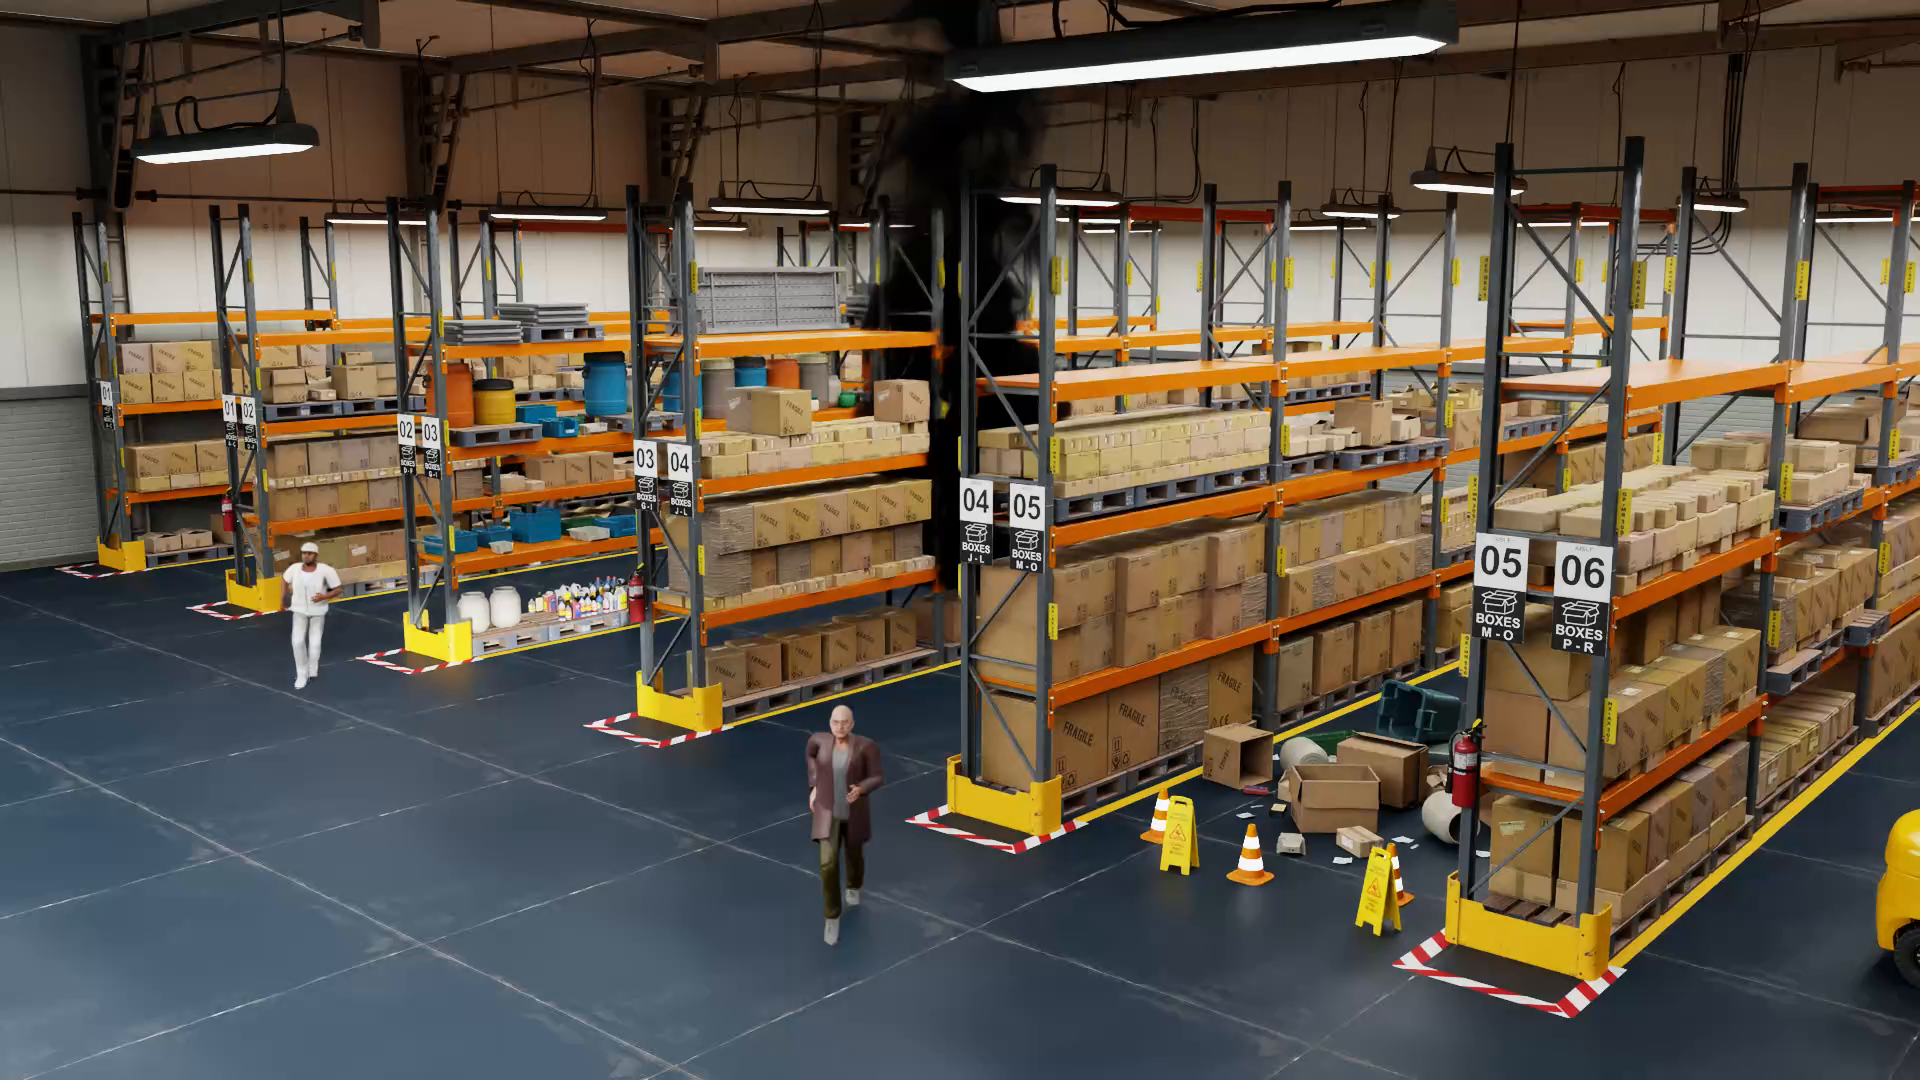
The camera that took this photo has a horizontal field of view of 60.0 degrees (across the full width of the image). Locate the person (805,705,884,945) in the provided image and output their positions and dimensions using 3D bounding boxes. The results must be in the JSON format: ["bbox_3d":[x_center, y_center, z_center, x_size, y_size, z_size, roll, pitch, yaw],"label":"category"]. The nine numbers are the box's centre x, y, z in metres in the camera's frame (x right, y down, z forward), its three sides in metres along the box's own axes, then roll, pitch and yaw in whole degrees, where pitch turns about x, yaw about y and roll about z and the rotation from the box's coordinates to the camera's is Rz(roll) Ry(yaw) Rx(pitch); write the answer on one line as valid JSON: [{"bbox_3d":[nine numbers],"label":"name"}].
[{"bbox_3d":[-0.905,2.158,13.037,0.622,1.824,0.977,0,9,-2],"label":"person"}]

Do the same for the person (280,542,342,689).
[{"bbox_3d":[-7.998,0.922,20.530,0.731,1.825,0.644,-2,10,-11],"label":"person"}]

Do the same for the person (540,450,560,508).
[{"bbox_3d":[-7.810,-0.942,32.005,0.594,1.639,0.540,6,11,32],"label":"person"}]
